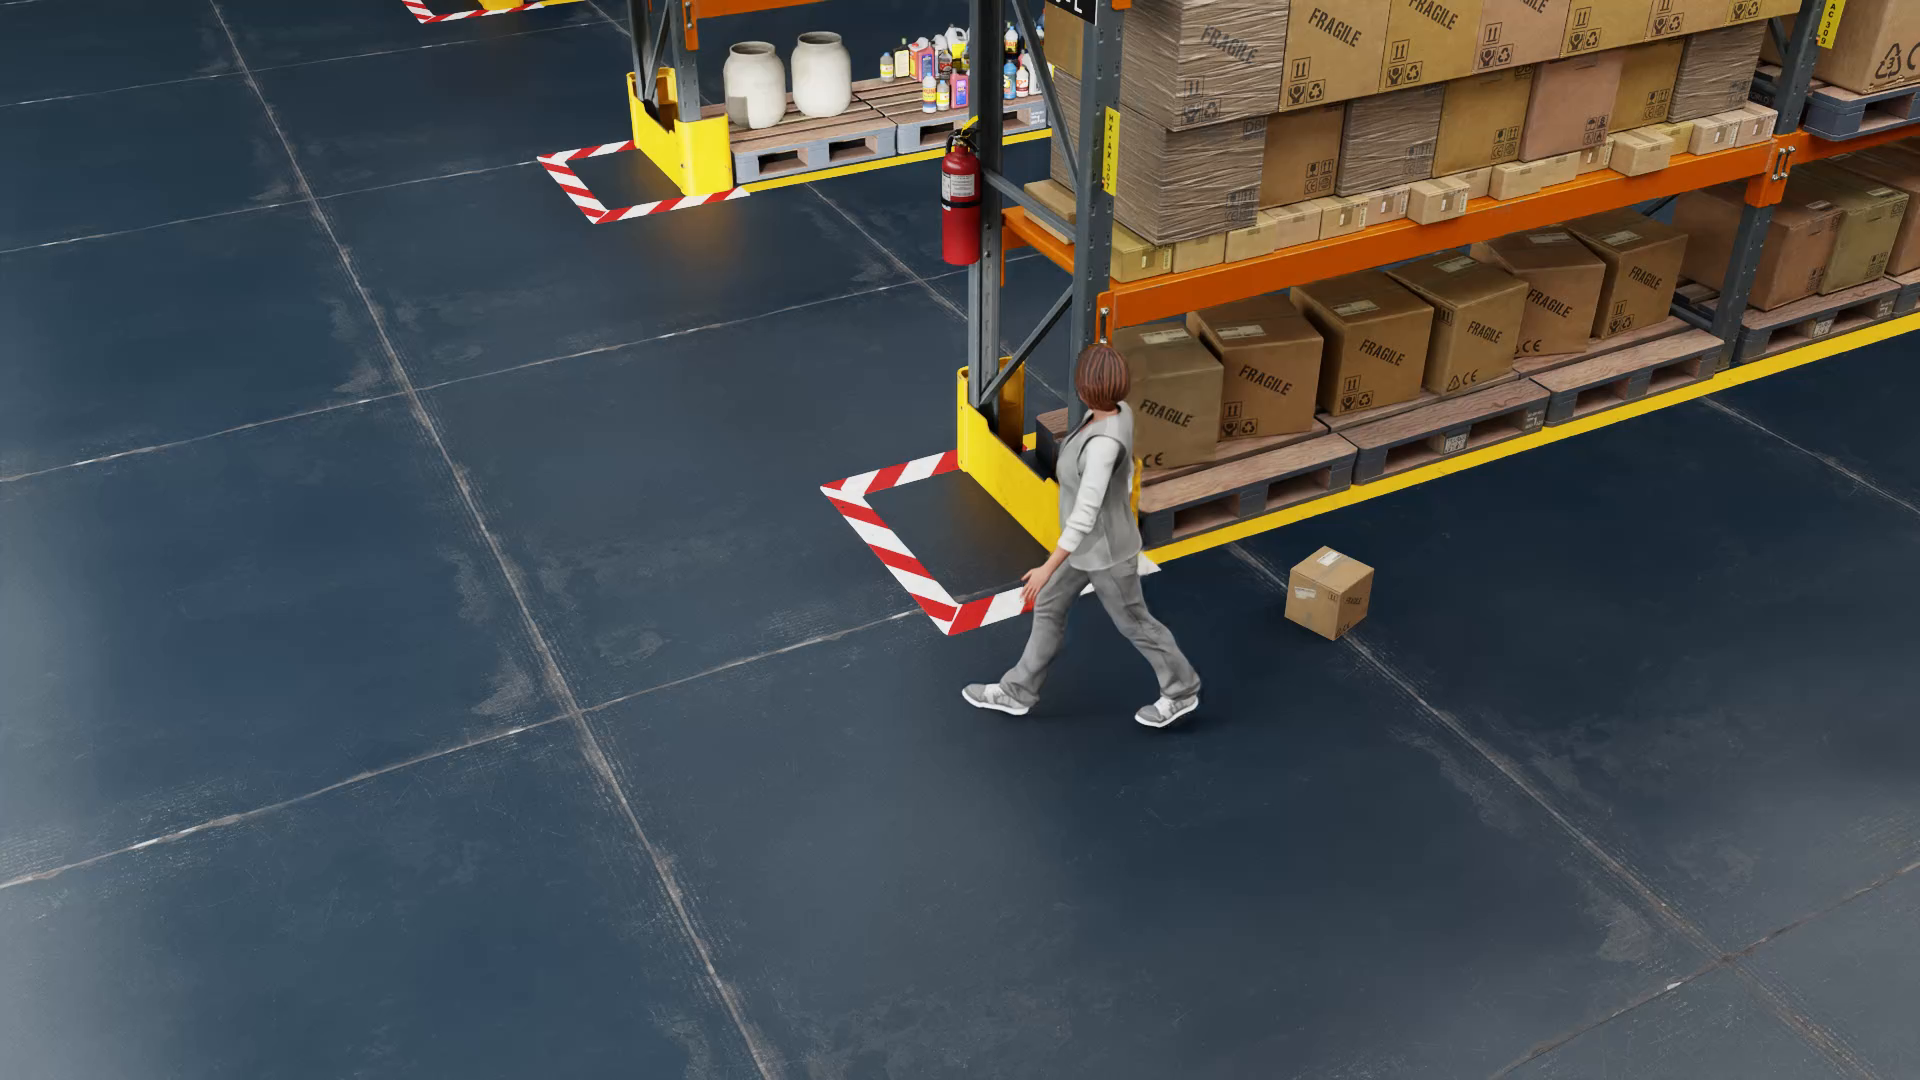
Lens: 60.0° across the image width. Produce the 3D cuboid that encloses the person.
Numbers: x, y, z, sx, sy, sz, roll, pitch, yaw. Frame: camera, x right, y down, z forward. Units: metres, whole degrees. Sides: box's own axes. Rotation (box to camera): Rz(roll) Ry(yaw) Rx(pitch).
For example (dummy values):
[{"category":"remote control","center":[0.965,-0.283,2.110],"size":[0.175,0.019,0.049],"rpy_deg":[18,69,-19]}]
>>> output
[{"category":"person","center":[0.471,0.046,6.086],"size":[0.925,1.518,0.524],"rpy_deg":[-1,34,-1]}]
